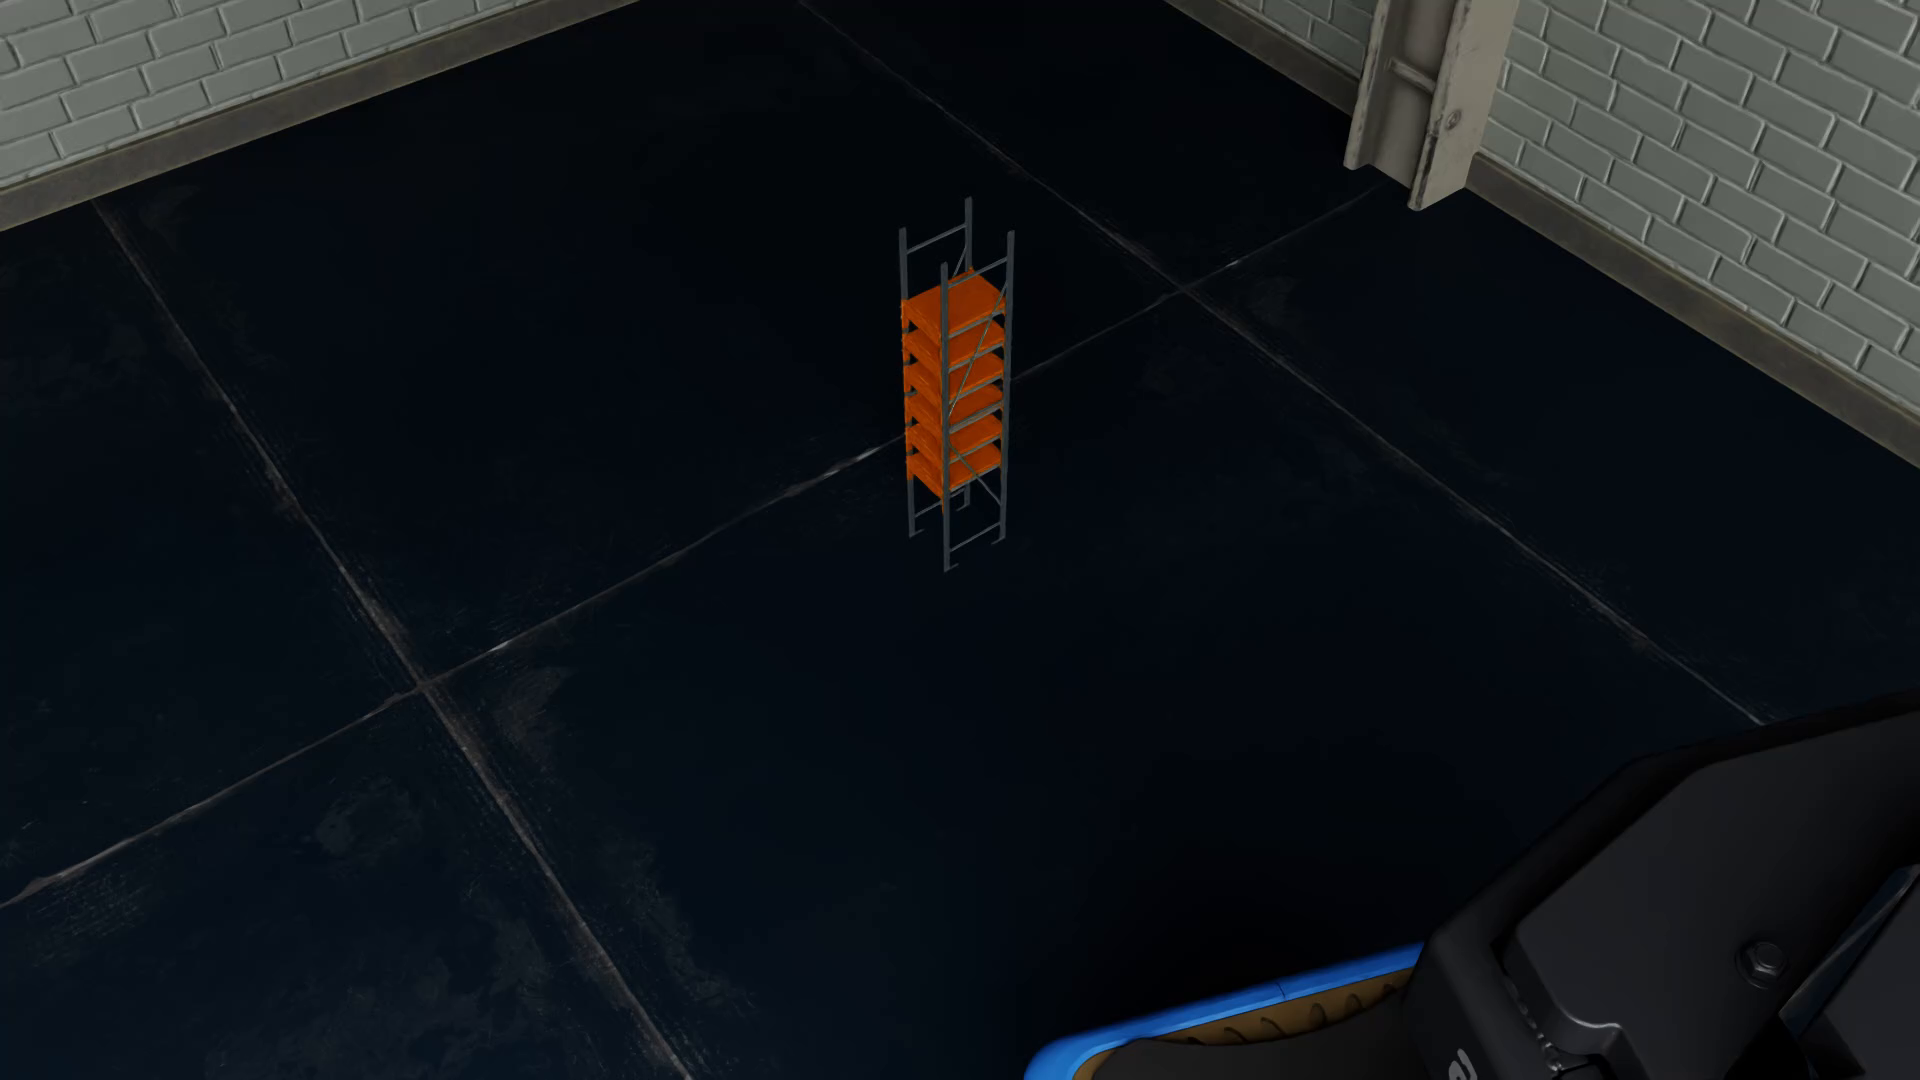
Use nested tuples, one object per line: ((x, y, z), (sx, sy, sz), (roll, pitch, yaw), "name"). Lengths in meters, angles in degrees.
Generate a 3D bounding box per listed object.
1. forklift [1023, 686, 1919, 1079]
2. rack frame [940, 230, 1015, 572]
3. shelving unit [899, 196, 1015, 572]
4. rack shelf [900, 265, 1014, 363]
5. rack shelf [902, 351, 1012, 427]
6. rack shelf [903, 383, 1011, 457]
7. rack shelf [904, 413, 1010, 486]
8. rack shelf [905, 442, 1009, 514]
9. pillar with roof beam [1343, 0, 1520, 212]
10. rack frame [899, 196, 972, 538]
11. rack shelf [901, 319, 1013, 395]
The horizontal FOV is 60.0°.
((0.987, 1.604, 1.817), (1.130, 2.935, 3.031), (-12, 49, -11), "forklift")
((0.047, -0.358, 4.764), (0.240, 1.200, 0.006), (-29, 54, -24), "rack frame")
((-0.009, -0.412, 4.813), (0.258, 1.200, 0.189), (-29, 54, -24), "shelving unit")
((-0.009, -0.623, 4.579), (0.258, 0.103, 0.180), (-29, 54, -24), "rack shelf")
((-0.009, -0.462, 4.757), (0.258, 0.103, 0.180), (-29, 54, -24), "rack shelf")
((-0.009, -0.382, 4.846), (0.258, 0.103, 0.180), (-29, 54, -24), "rack shelf")
((-0.009, -0.301, 4.935), (0.258, 0.103, 0.180), (-29, 54, -24), "rack shelf")
((-0.009, -0.220, 5.024), (0.258, 0.103, 0.180), (-29, 54, -24), "rack shelf")
((-1.668, -2.537, 1.476), (9.100, 9.000, 0.400), (-29, 54, -24), "pillar with roof beam")
((-0.064, -0.465, 4.862), (0.240, 1.200, 0.006), (-29, 54, -24), "rack frame")
((-0.009, -0.543, 4.668), (0.258, 0.103, 0.180), (-29, 54, -24), "rack shelf")
